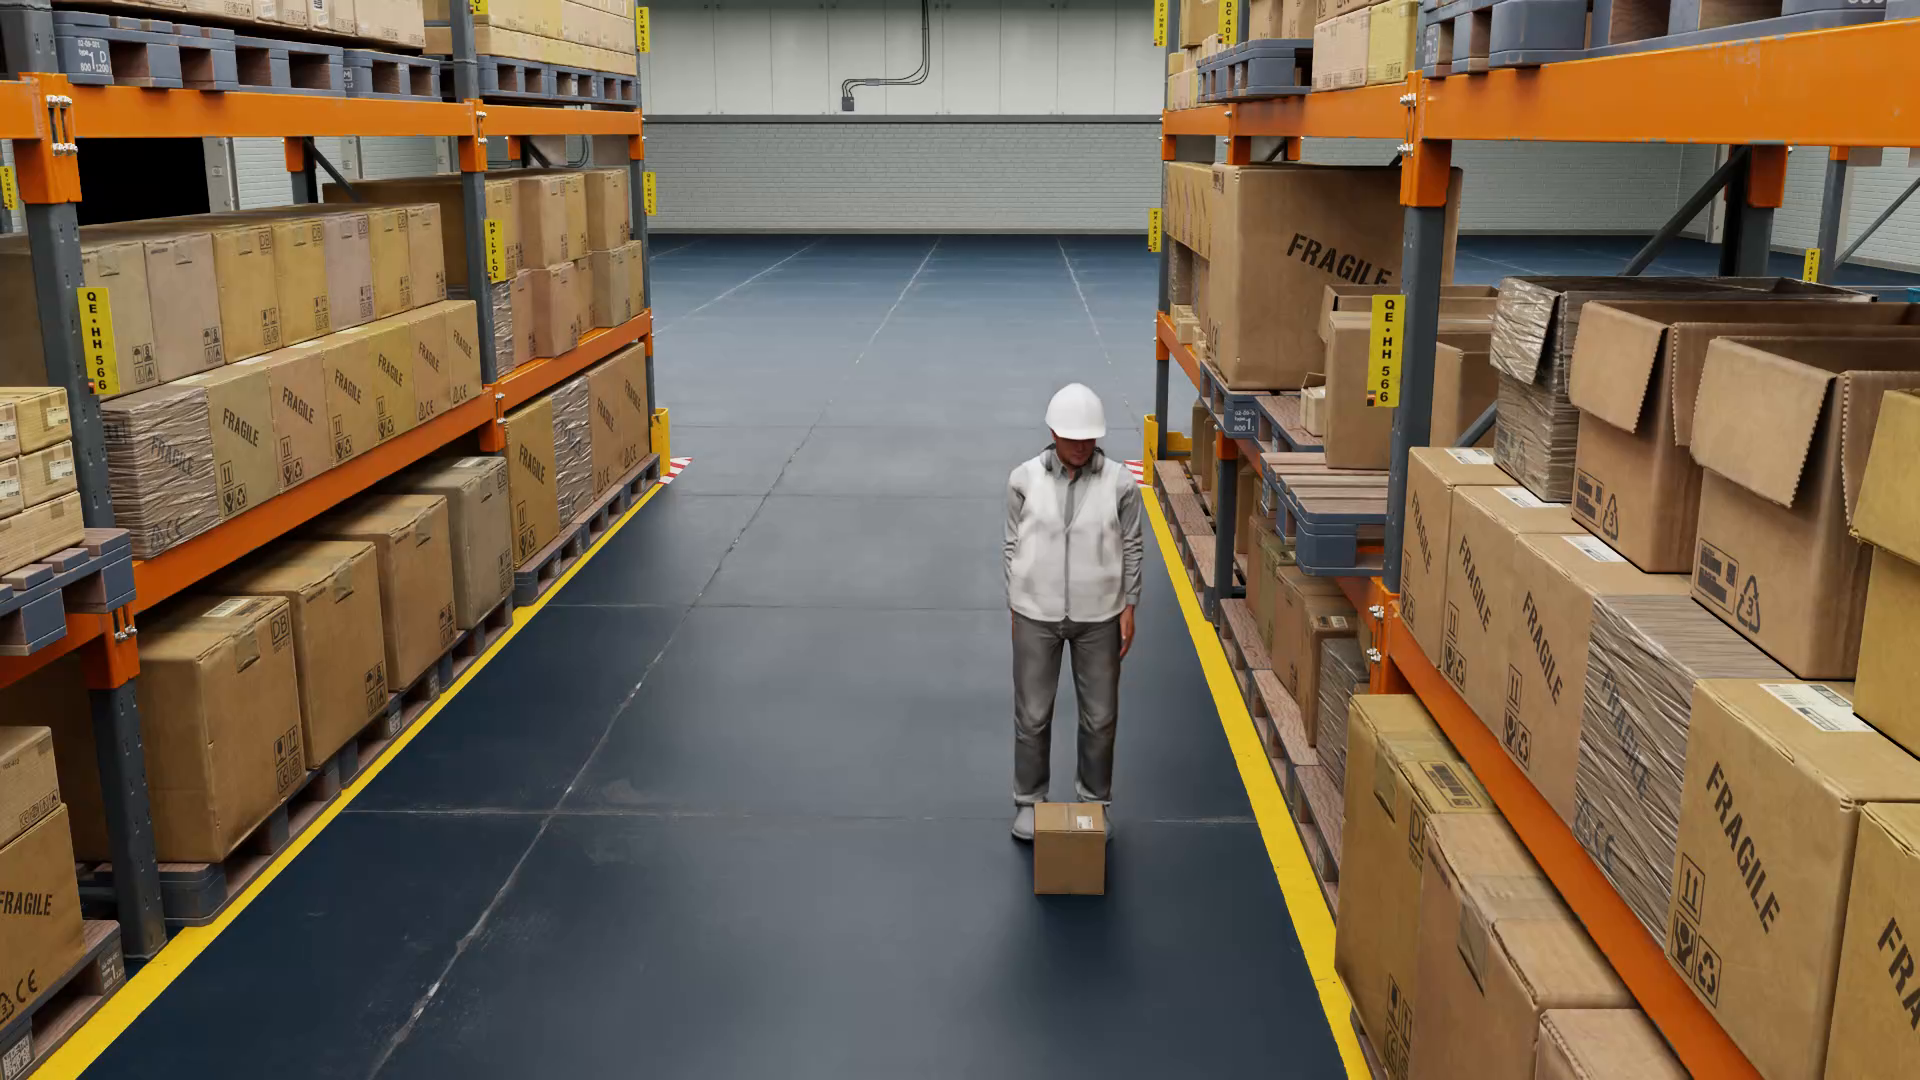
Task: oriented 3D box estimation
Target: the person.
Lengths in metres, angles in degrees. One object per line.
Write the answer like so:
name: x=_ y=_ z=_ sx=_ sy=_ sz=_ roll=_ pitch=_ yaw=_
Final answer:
person: x=0.432 y=0.292 z=6.335 sx=0.549 sy=1.744 sz=0.426 roll=1 pitch=14 yaw=3
